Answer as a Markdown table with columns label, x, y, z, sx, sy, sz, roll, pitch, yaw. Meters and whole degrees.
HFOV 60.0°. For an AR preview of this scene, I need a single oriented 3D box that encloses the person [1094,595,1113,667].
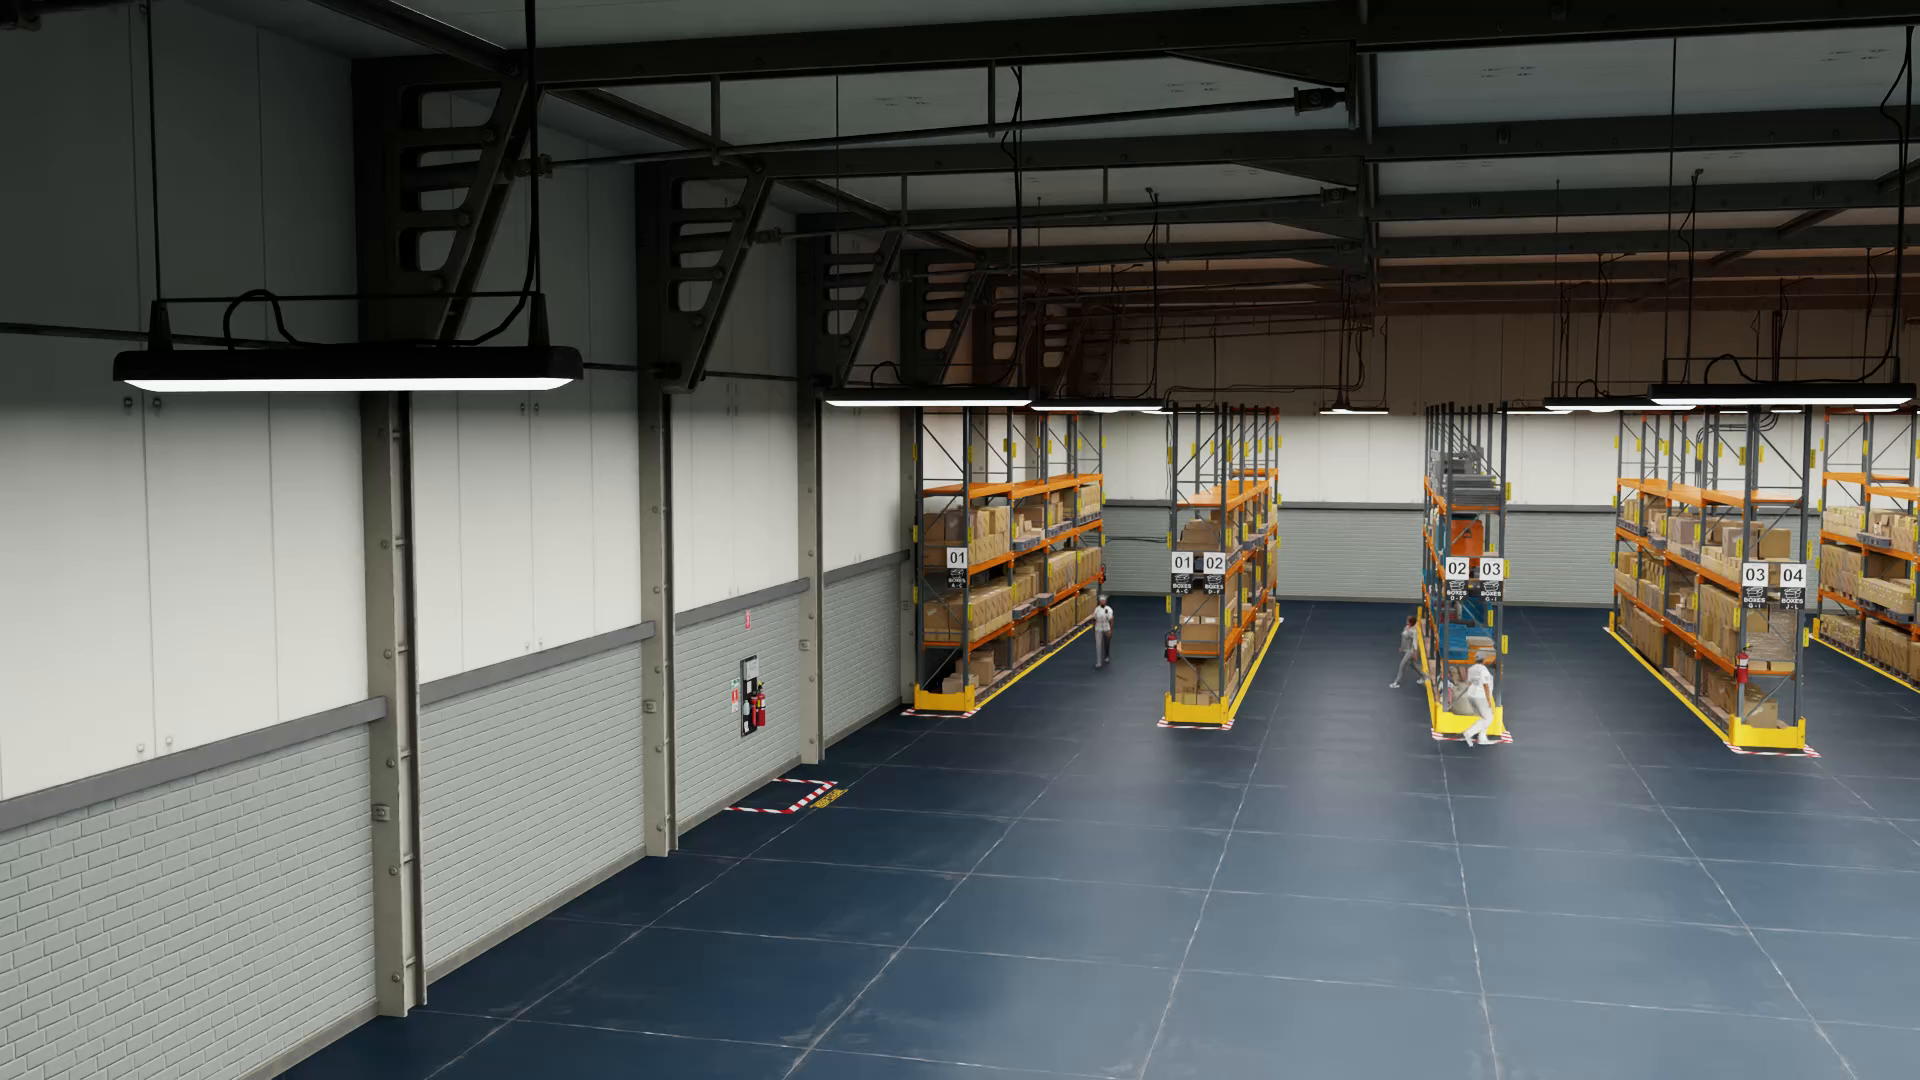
| label | x | y | z | sx | sy | sz | roll | pitch | yaw |
| --- | --- | --- | --- | --- | --- | --- | --- | --- | --- |
| person | 3.294 | 2.065 | 38.178 | 0.457 | 1.626 | 1.041 | 0 | 4 | 5 |

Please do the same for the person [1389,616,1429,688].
| label | x | y | z | sx | sy | sz | roll | pitch | yaw |
| --- | --- | --- | --- | --- | --- | --- | --- | --- | --- |
| person | 9.489 | 2.343 | 35.110 | 0.913 | 1.539 | 0.496 | -1 | 4 | -13 |

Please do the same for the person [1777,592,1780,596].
| label | x | y | z | sx | sy | sz | roll | pitch | yaw |
| --- | --- | --- | --- | --- | --- | --- | --- | --- | --- |
| person | 22.506 | 1.556 | 45.158 | 0.513 | 1.622 | 1.033 | 4 | 6 | 43 |

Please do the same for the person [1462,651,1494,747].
| label | x | y | z | sx | sy | sz | roll | pitch | yaw |
| --- | --- | --- | --- | --- | --- | --- | --- | --- | --- |
| person | 8.988 | 2.754 | 28.825 | 0.743 | 1.646 | 0.530 | -1 | 4 | -14 |
